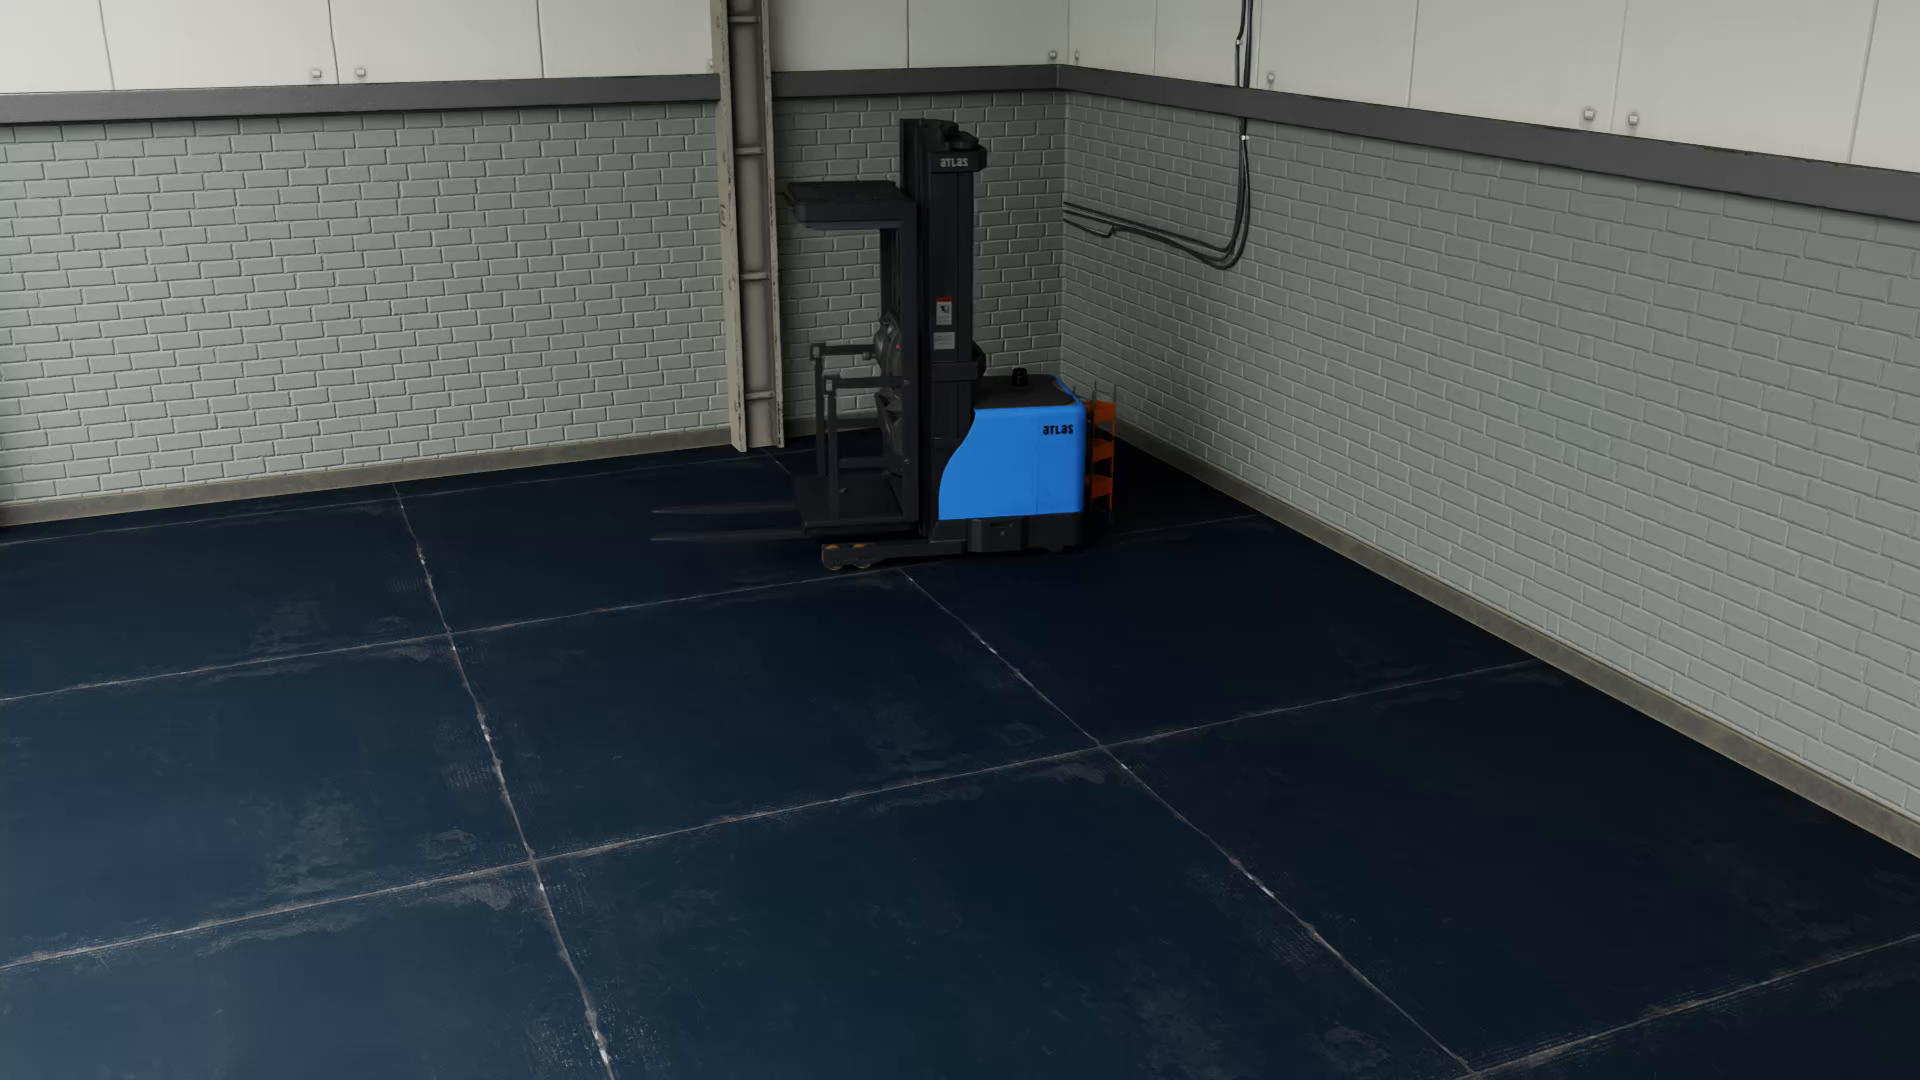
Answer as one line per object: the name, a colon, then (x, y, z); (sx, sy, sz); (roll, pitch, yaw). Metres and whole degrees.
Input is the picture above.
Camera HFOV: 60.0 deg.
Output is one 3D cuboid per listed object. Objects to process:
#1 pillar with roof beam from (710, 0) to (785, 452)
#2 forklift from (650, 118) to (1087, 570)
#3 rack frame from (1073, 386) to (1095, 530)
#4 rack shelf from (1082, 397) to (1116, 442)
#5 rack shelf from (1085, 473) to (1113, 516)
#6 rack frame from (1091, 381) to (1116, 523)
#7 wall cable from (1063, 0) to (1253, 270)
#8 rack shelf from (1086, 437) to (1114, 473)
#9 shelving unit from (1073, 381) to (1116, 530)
pillar with roof beam: (-0.041, -3.753, 9.132); (0.400, 9.000, 9.100); (-8, 21, -22)
forklift: (-0.677, -1.367, 11.493); (3.031, 2.935, 1.130); (-3, 20, -9)
rack frame: (0.886, -0.592, 12.118); (0.200, 1.050, 0.008); (18, 26, 41)
rack shelf: (0.973, -0.878, 12.111); (0.215, 0.259, 0.240); (18, 26, 41)
rack shelf: (0.970, -0.348, 12.294); (0.215, 0.259, 0.240); (18, 26, 41)
rack frame: (1.057, -0.648, 12.282); (0.200, 1.050, 0.008); (18, 26, 41)
wall cable: (1.483, -3.586, 13.331); (0.112, 2.526, 3.097); (-8, 21, -22)
rack shelf: (0.971, -0.610, 12.203); (0.215, 0.259, 0.240); (18, 26, 41)
shelving unit: (0.971, -0.620, 12.200); (0.215, 1.050, 0.252); (18, 26, 41)
